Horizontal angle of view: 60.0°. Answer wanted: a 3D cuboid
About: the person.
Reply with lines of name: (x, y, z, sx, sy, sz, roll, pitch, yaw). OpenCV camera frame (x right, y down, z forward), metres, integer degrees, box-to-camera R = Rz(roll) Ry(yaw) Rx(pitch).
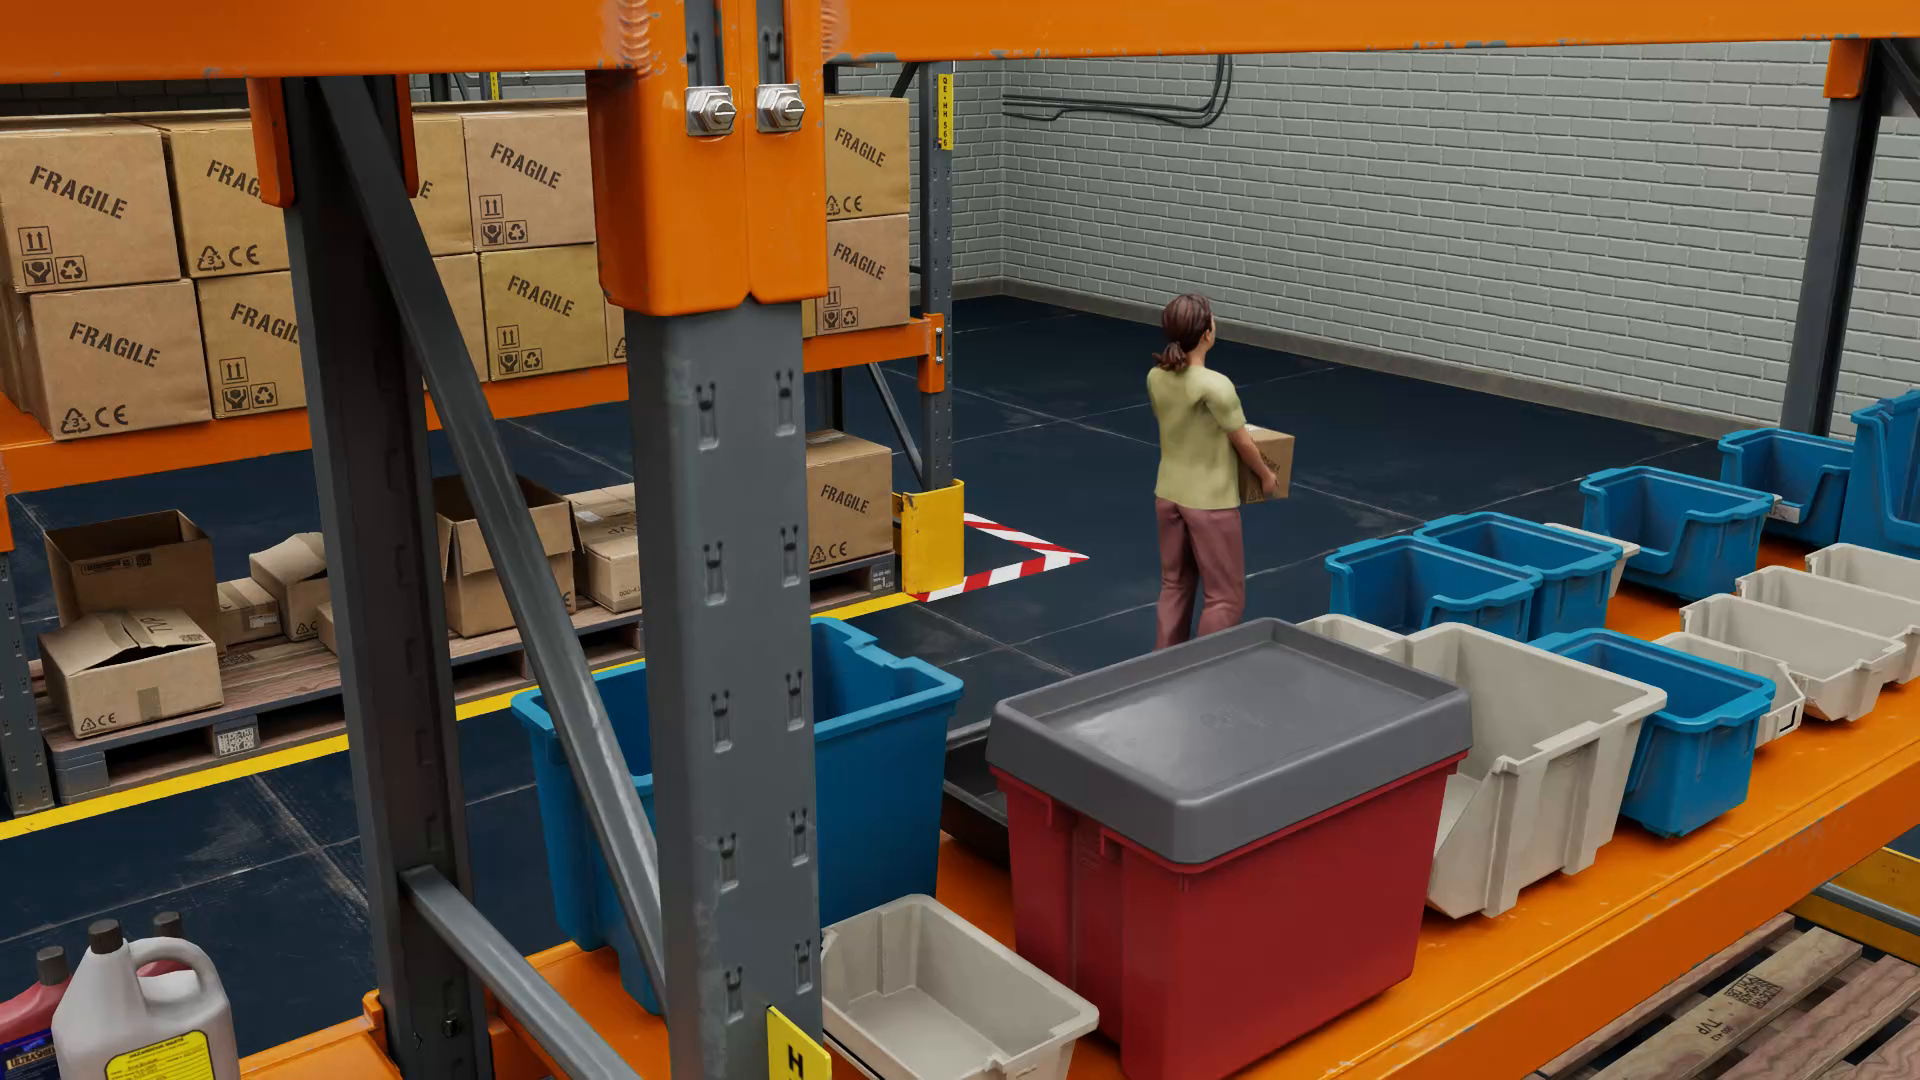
person: (0.958, -0.143, 6.500, 0.537, 1.674, 0.439, -14, 22, -36)
